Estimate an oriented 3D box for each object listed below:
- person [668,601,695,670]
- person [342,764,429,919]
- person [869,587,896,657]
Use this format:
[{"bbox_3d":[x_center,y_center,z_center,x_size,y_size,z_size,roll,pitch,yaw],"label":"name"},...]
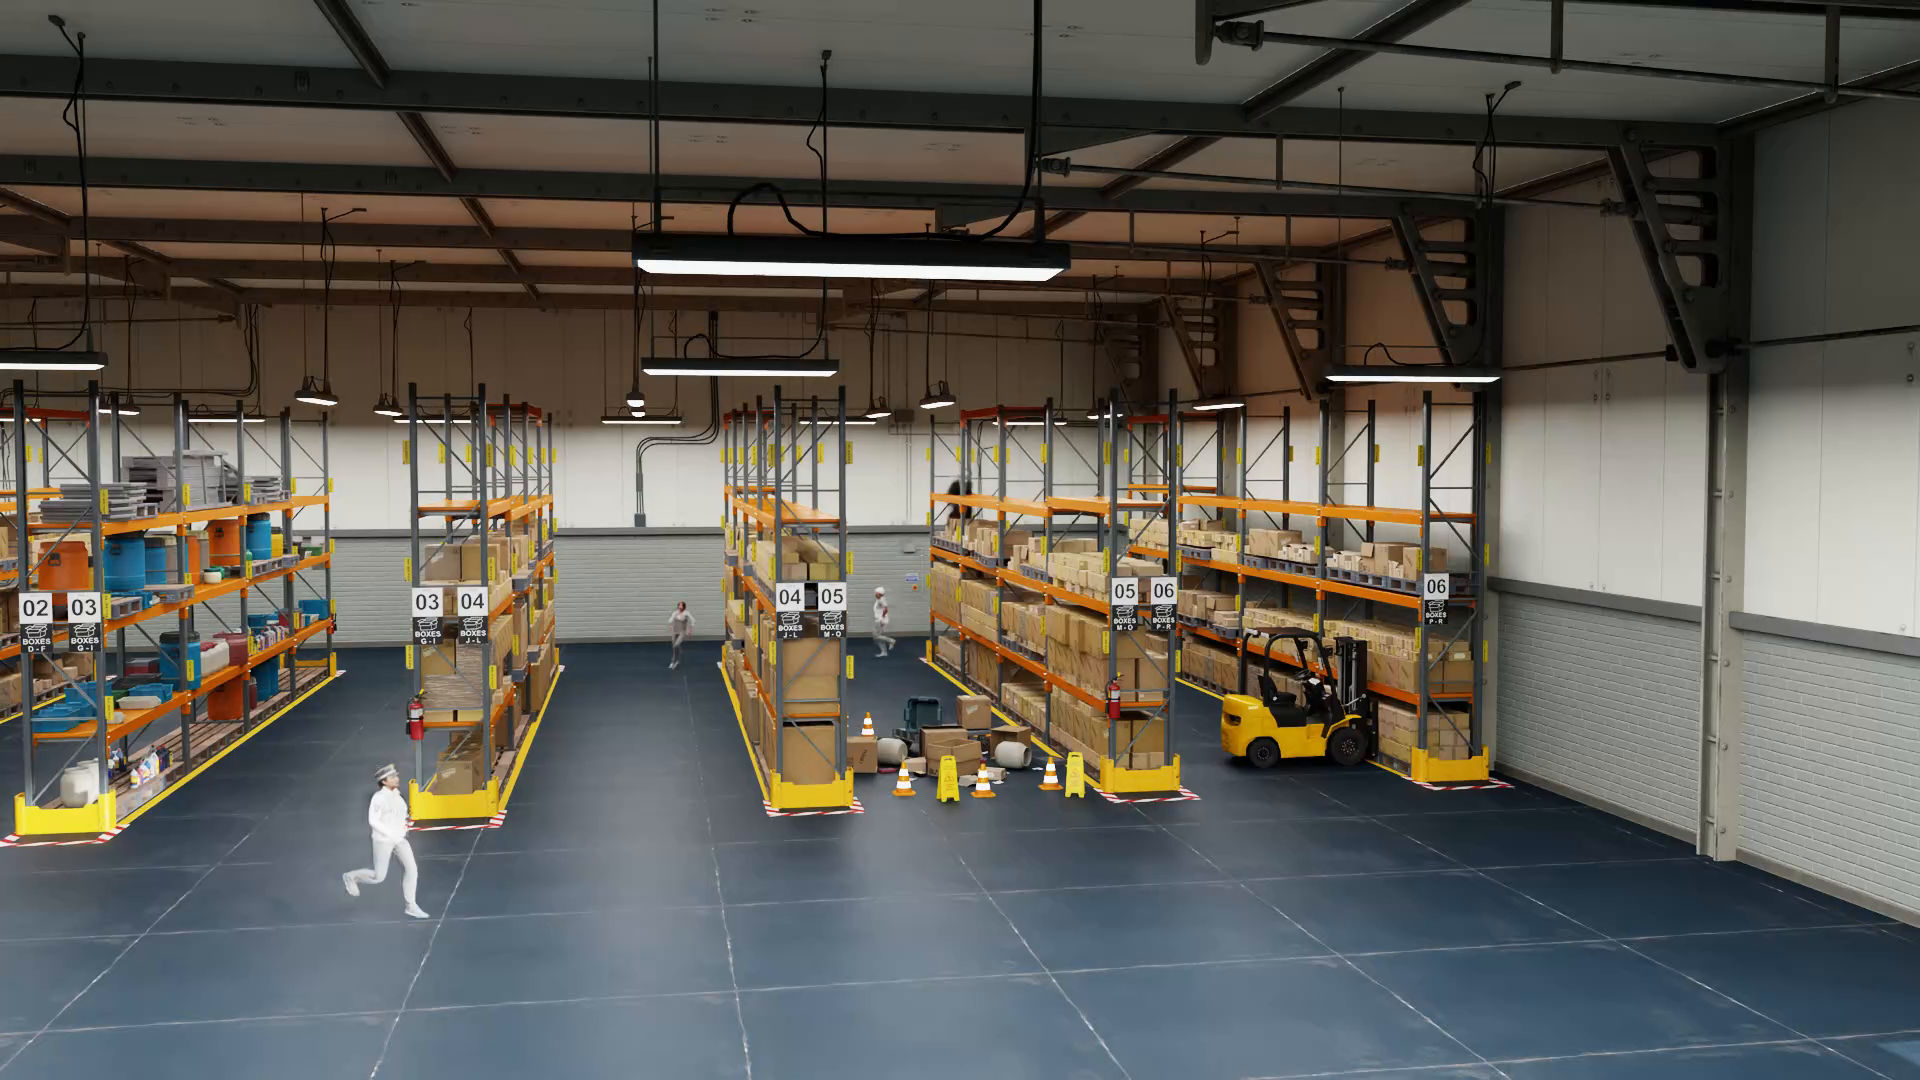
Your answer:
[{"bbox_3d":[-6.597,2.241,39.170,0.615,1.592,0.689,1,3,16],"label":"person"},{"bbox_3d":[-6.249,3.272,18.101,0.995,1.691,0.596,1,3,17],"label":"person"},{"bbox_3d":[-1.934,2.043,41.383,0.679,1.745,0.706,0,3,0],"label":"person"}]
